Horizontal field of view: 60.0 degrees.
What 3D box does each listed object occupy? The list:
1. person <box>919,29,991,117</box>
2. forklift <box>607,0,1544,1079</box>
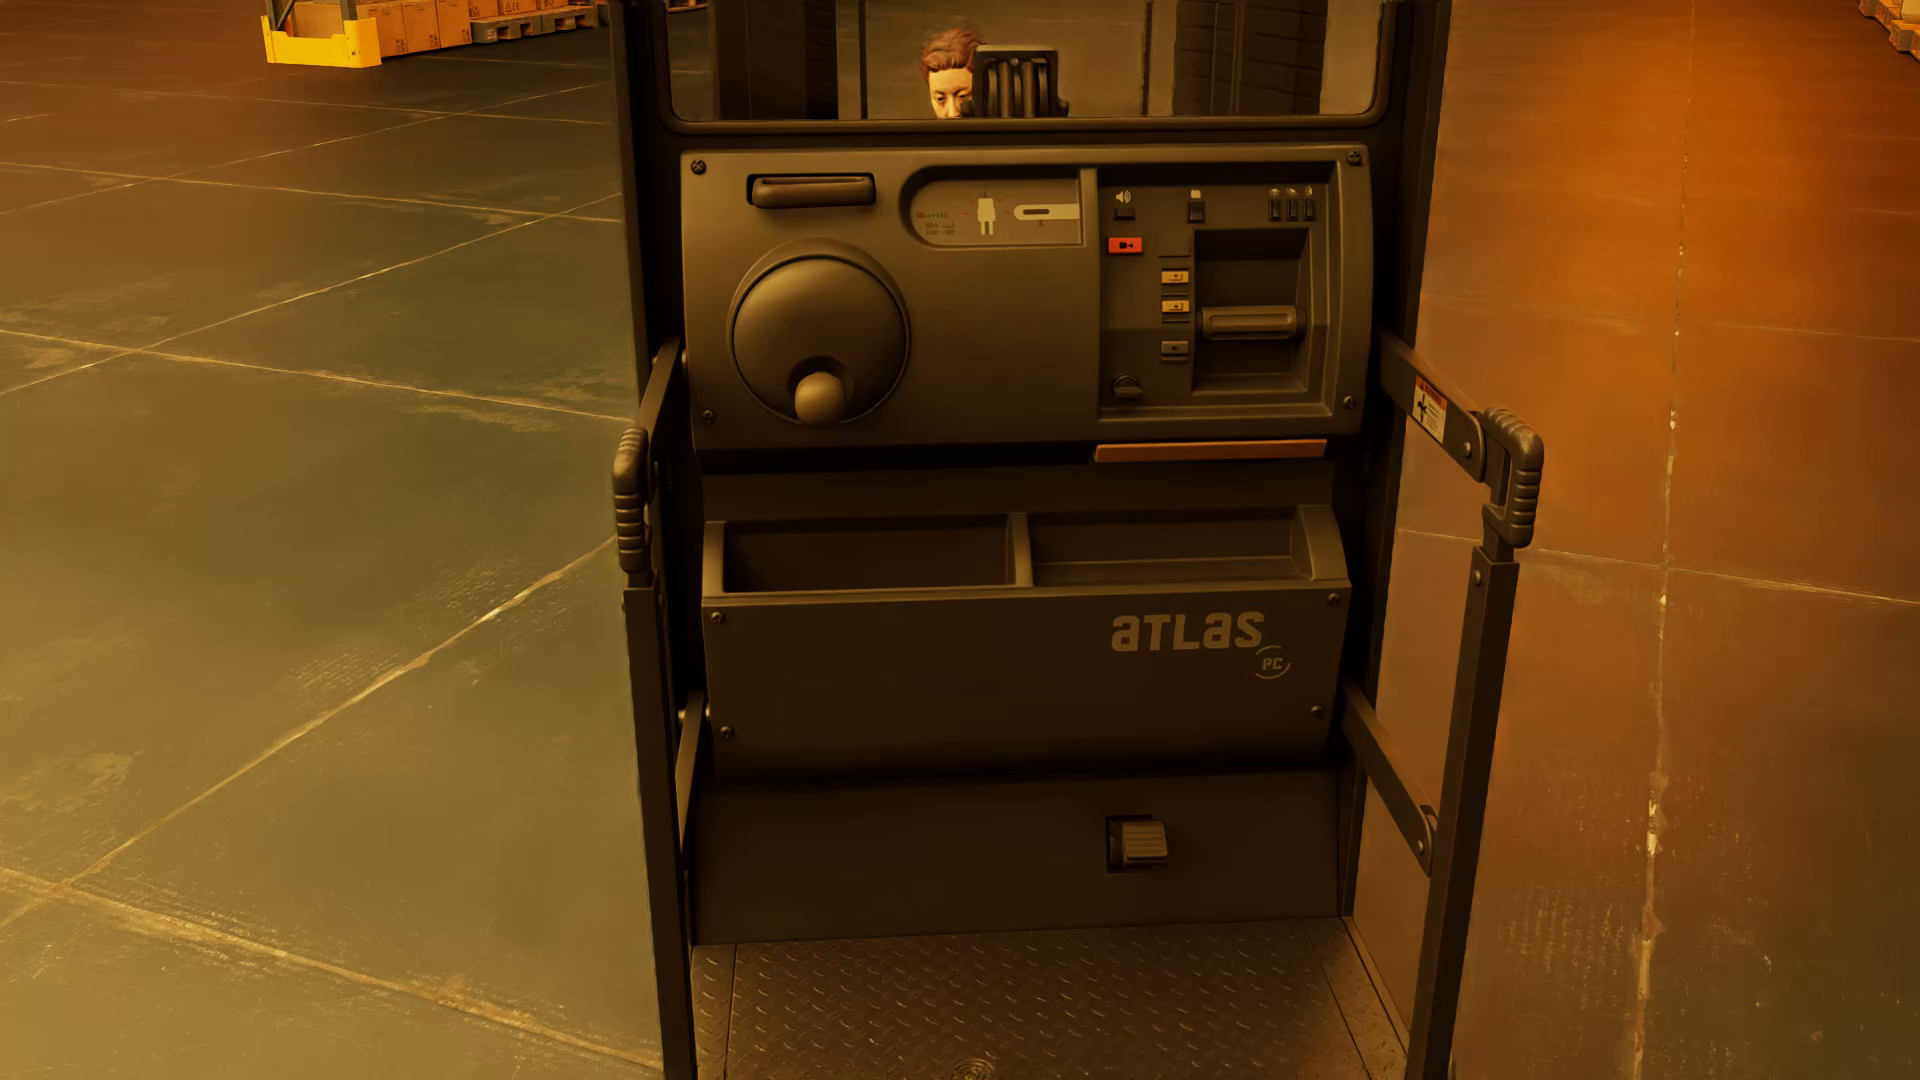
[{"bbox_3d":[0.030,-0.594,4.540,0.778,1.515,0.628,3,23,7],"label":"person"},{"bbox_3d":[0.113,-0.316,2.049,1.130,2.935,3.031,-2,23,-4],"label":"forklift"}]
